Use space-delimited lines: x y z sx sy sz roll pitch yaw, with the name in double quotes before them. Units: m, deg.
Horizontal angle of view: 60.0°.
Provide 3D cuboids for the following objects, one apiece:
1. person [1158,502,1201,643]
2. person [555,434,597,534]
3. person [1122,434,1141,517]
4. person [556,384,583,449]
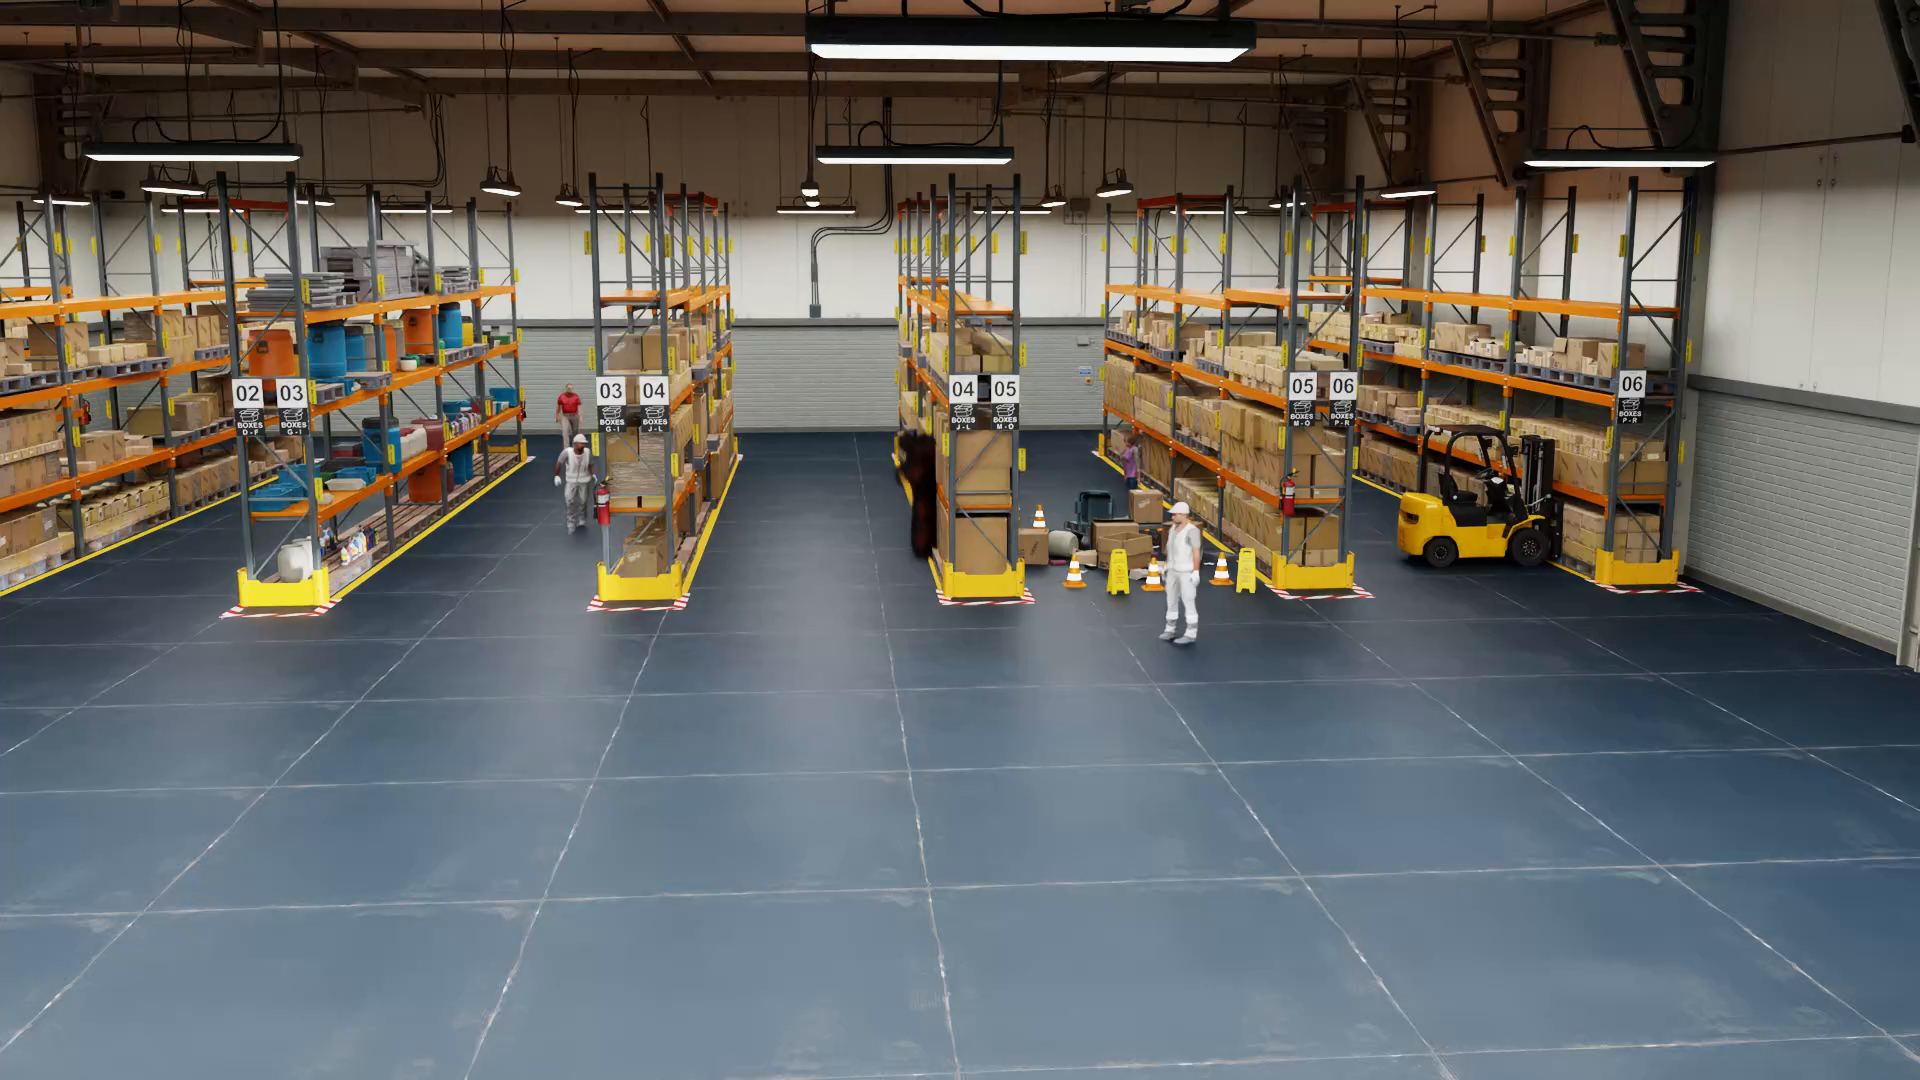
"person" 2.785 0.405 21.212 0.424 1.791 0.609 -7 12 -36
"person" -6.822 -1.003 29.611 0.779 1.793 0.878 -1 10 -4
"person" 3.157 -1.164 30.678 0.358 1.599 0.434 -1 10 -3
"person" -9.605 -3.006 40.873 0.664 1.676 1.059 -2 10 -11
